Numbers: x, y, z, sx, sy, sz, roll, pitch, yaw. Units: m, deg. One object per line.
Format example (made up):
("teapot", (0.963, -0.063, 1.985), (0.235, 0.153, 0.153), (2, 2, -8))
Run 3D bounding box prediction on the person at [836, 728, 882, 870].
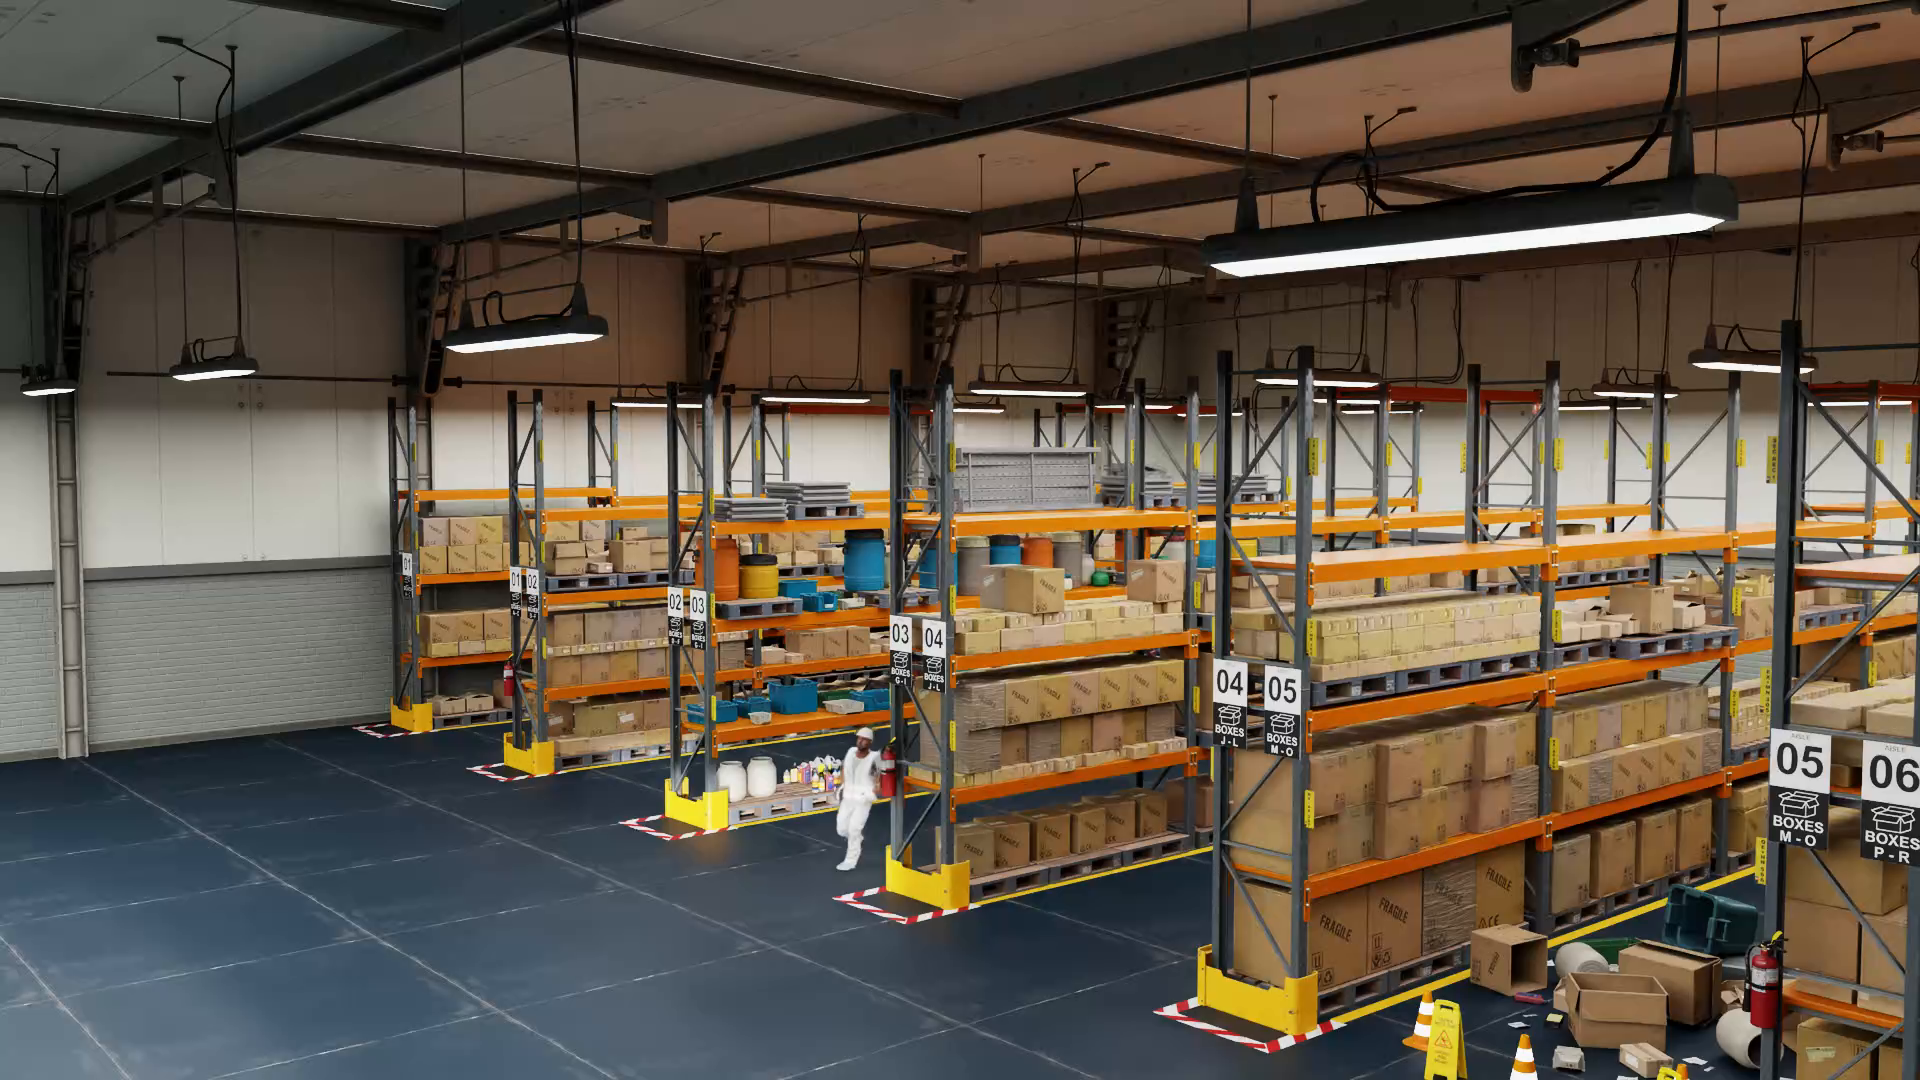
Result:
("person", (-1.170, 3.123, 20.124), (0.693, 1.731, 0.587), (2, 4, 27))
